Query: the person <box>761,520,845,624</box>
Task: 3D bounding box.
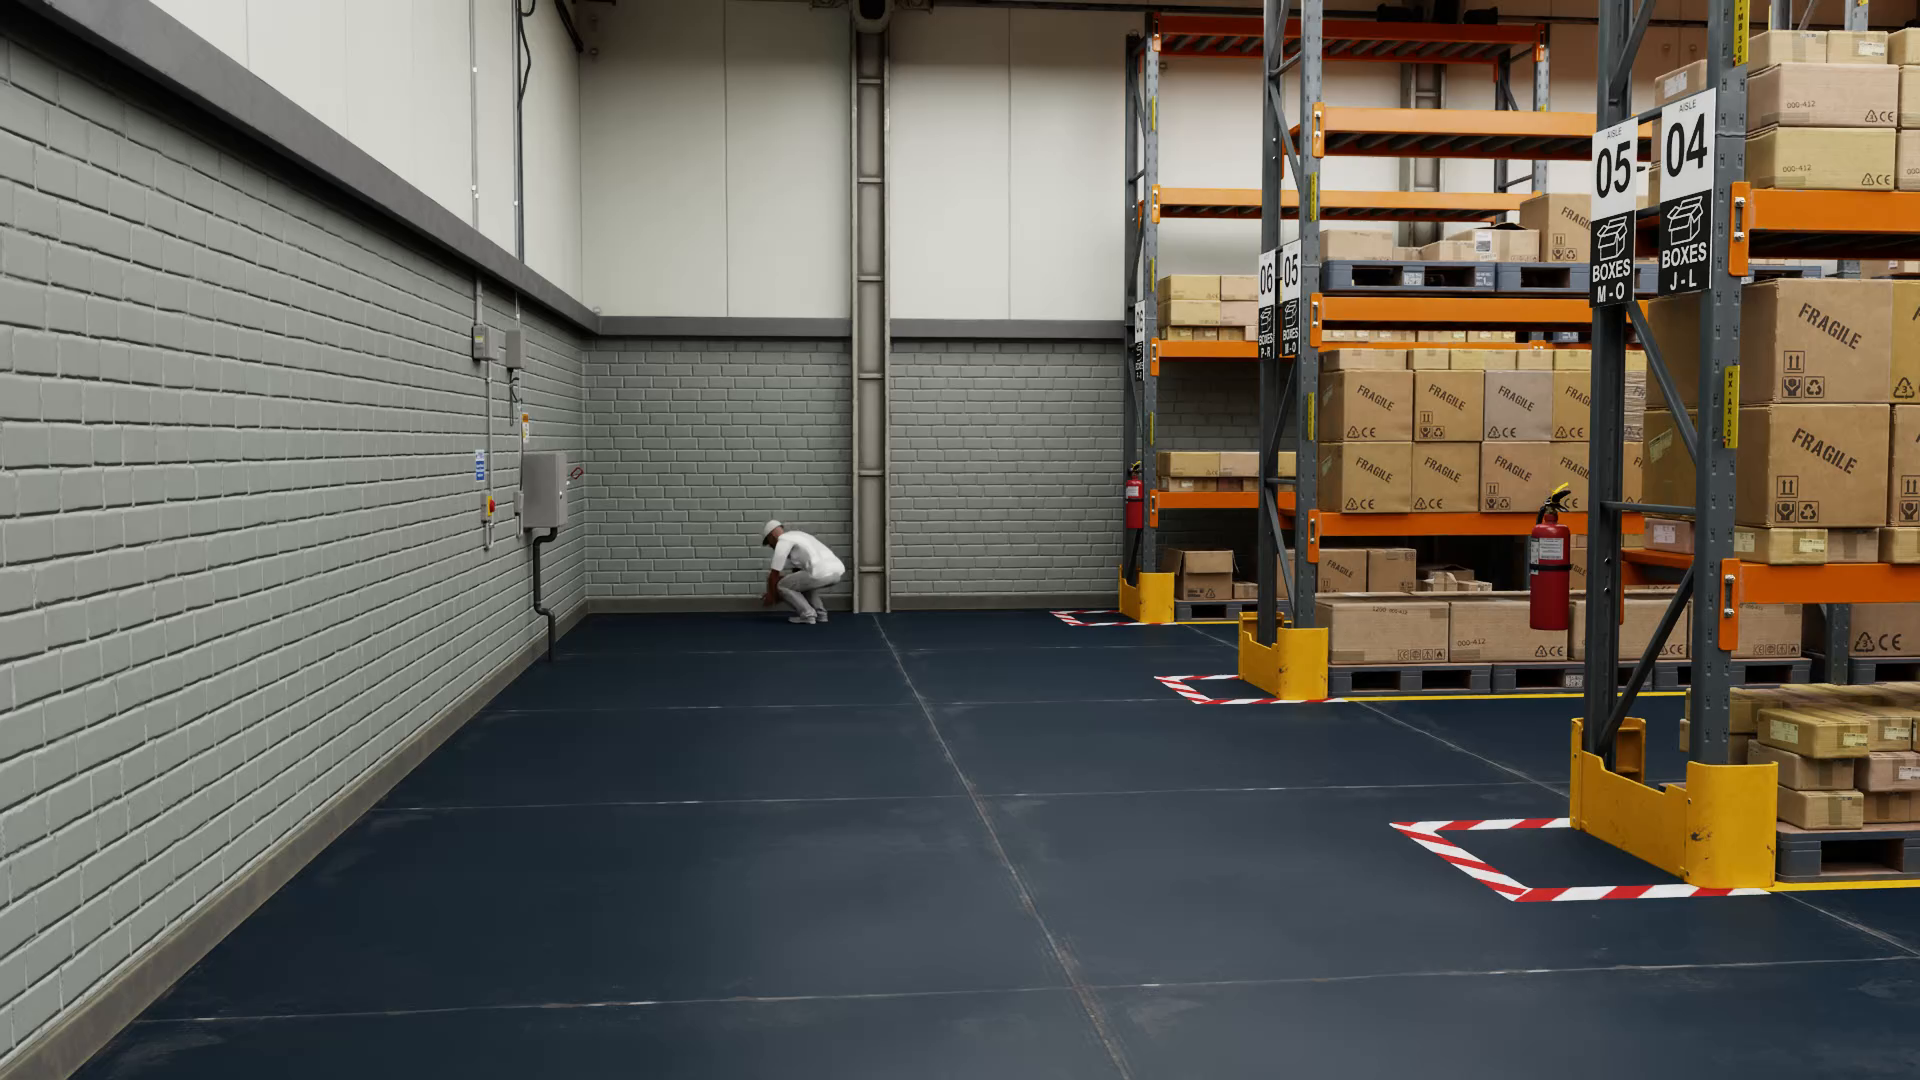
[{"bbox_3d":[-1.615,0.318,16.610,0.909,1.019,0.574,2,4,32],"label":"person"}]
